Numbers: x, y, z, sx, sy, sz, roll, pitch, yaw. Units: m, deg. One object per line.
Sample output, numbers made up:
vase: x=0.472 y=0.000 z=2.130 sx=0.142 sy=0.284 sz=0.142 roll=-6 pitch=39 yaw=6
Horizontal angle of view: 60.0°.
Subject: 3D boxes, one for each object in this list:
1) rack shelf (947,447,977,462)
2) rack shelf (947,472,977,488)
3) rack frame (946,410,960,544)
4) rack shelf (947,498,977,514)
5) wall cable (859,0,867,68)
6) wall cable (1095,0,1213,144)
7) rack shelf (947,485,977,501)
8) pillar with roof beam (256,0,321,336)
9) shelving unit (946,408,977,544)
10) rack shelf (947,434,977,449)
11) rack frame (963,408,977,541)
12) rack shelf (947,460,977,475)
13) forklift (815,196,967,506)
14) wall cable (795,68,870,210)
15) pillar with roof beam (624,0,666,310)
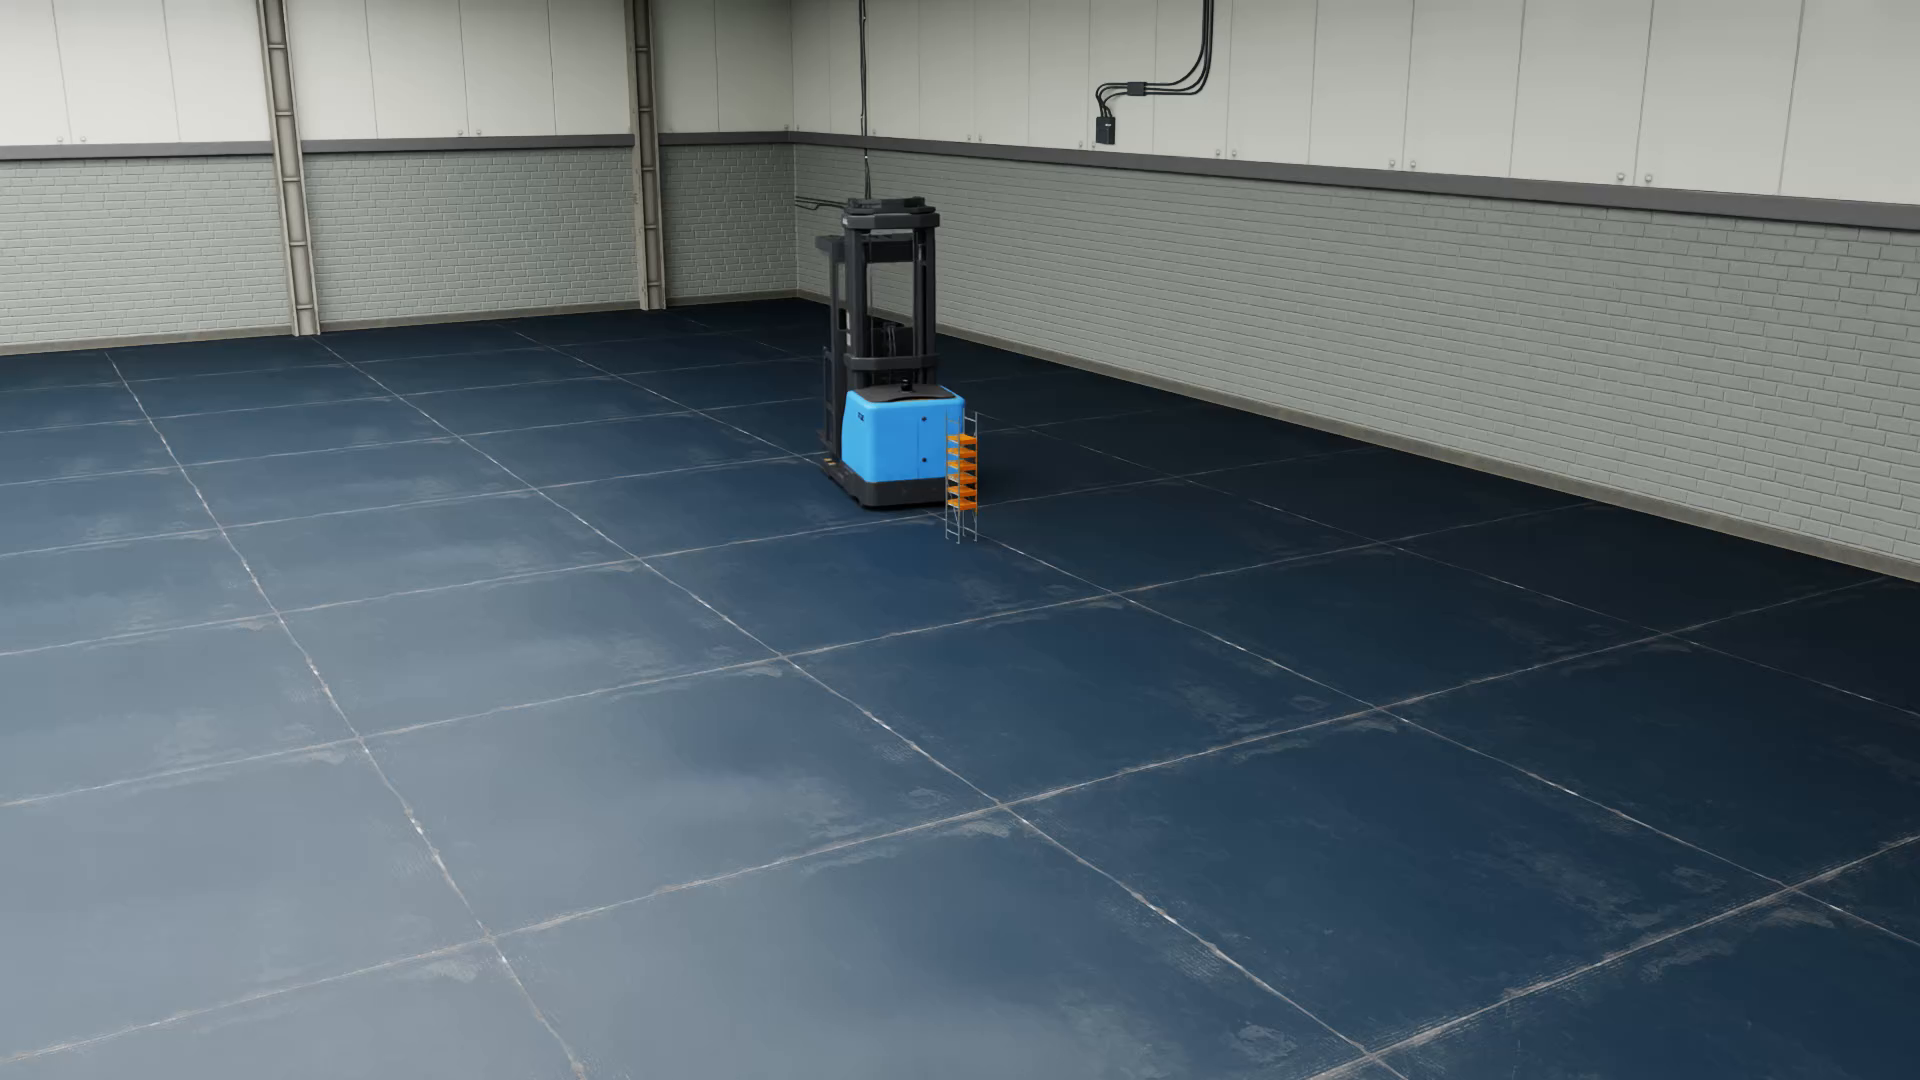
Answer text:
rack shelf: x=0.012 y=-0.768 z=15.042 sx=0.180 sy=0.103 sz=0.258 roll=-9 pitch=18 yaw=-30
rack shelf: x=0.012 y=-0.537 z=15.107 sx=0.180 sy=0.103 sz=0.258 roll=-9 pitch=18 yaw=-30
rack frame: x=-0.066 y=-0.567 z=15.050 sx=0.006 sy=1.200 sz=0.240 roll=-9 pitch=18 yaw=-30
rack shelf: x=0.012 y=-0.306 z=15.172 sx=0.180 sy=0.103 sz=0.258 roll=-9 pitch=18 yaw=-30
wall cable: x=-0.993 y=-8.963 z=26.947 sx=0.112 sy=2.526 sz=3.097 roll=-9 pitch=18 yaw=-30
wall cable: x=2.489 y=-8.091 z=21.140 sx=0.169 sy=6.003 sz=2.305 roll=-9 pitch=18 yaw=-30
rack shelf: x=0.012 y=-0.421 z=15.140 sx=0.180 sy=0.103 sz=0.258 roll=-9 pitch=18 yaw=-30
pillar with roof beam: x=-8.519 y=-6.718 z=22.544 sx=0.400 sy=9.000 sz=9.100 roll=-9 pitch=18 yaw=-30
shelving unit: x=0.012 y=-0.580 z=15.095 sx=0.189 sy=1.200 sz=0.258 roll=-9 pitch=18 yaw=-30
rack shelf: x=0.012 y=-0.884 z=15.010 sx=0.180 sy=0.103 sz=0.258 roll=-9 pitch=18 yaw=-30
rack frame: x=0.091 y=-0.592 z=15.141 sx=0.006 sy=1.200 sz=0.240 roll=-9 pitch=18 yaw=-30
rack shelf: x=0.012 y=-0.653 z=15.075 sx=0.180 sy=0.103 sz=0.258 roll=-9 pitch=18 yaw=-30
forklift: x=-0.857 y=-2.092 z=17.283 sx=1.130 sy=2.935 sz=3.031 roll=-5 pitch=16 yaw=-17
wall cable: x=-2.386 y=-7.157 z=29.861 sx=0.112 sy=2.526 sz=3.097 roll=-9 pitch=18 yaw=-30
pillar with roof beam: x=-3.376 y=-7.552 z=25.520 sx=0.400 sy=9.000 sz=9.100 roll=-9 pitch=18 yaw=-30
